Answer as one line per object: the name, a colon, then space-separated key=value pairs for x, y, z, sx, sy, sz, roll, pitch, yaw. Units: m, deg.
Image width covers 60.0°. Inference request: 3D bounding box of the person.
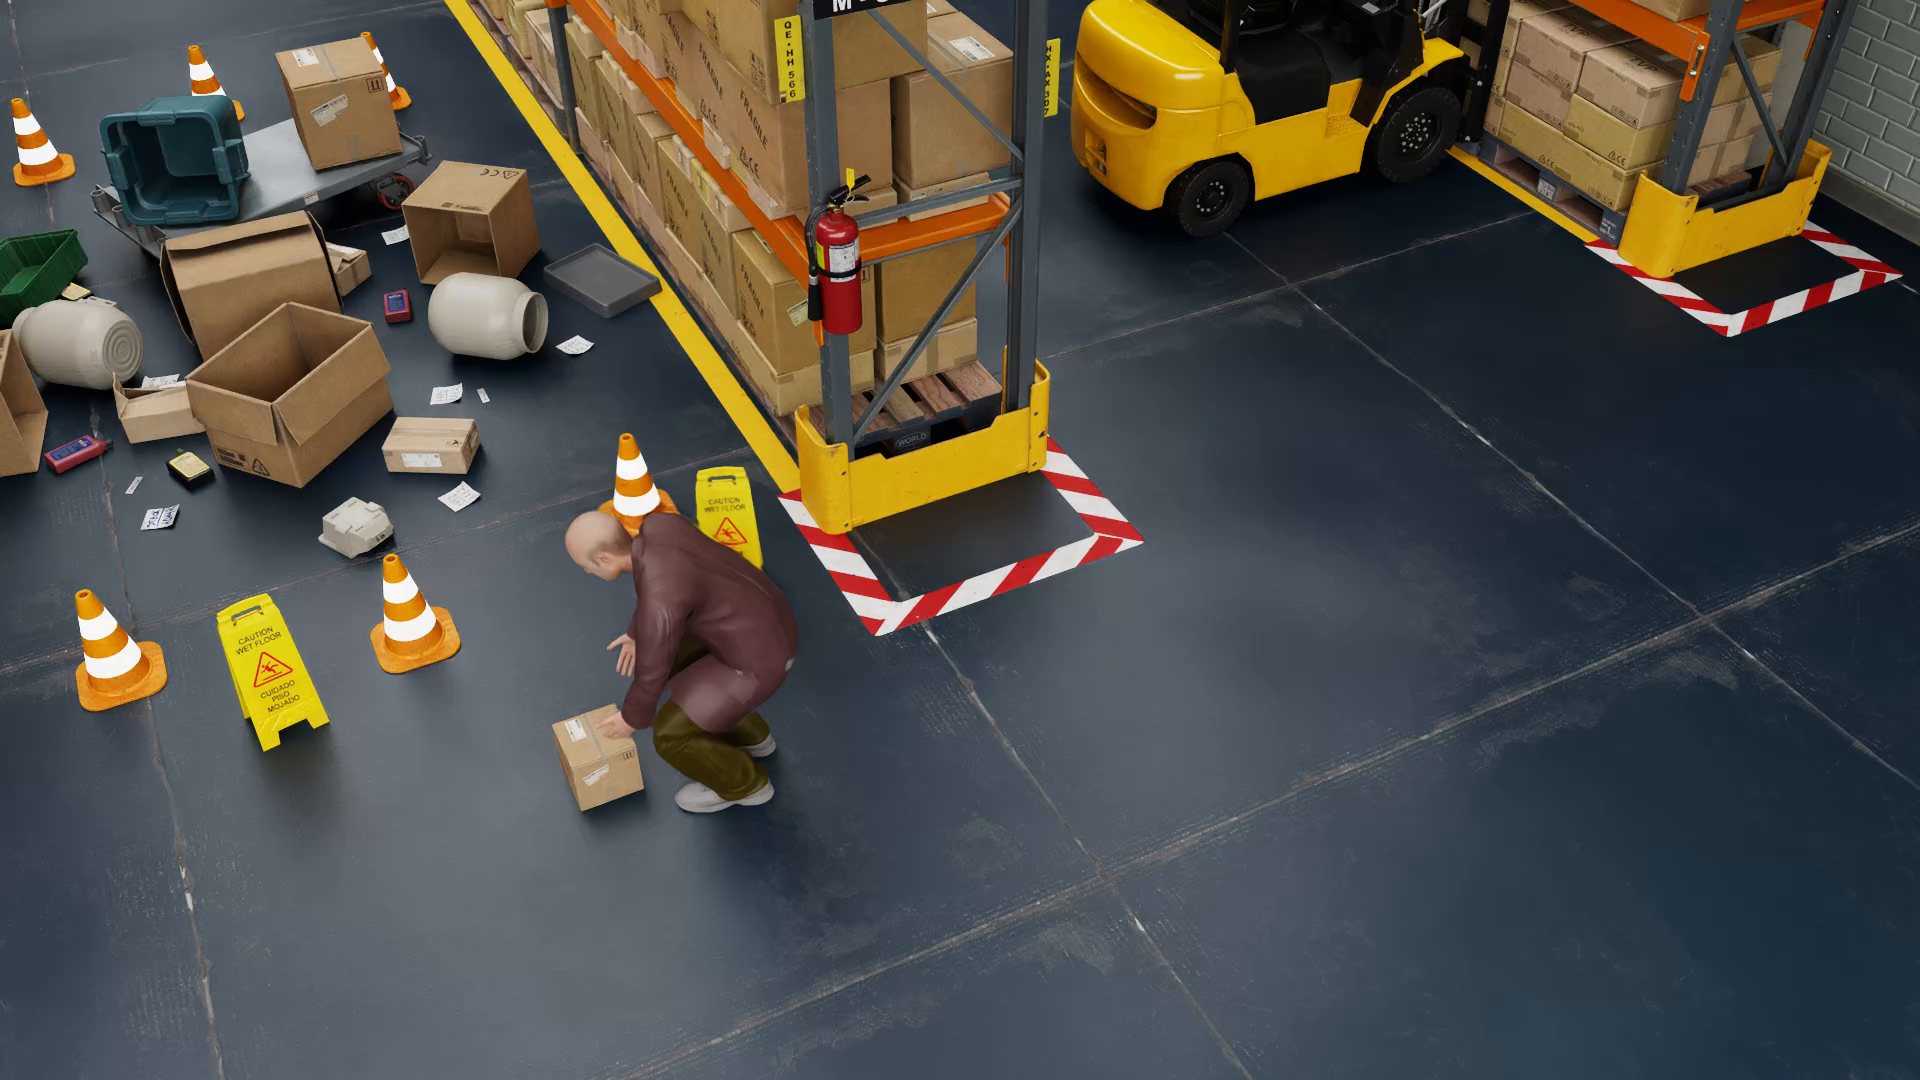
person: x=-1.122 y=0.483 z=6.088 sx=0.945 sy=1.153 sz=0.565 roll=-3 pitch=41 yaw=-3
